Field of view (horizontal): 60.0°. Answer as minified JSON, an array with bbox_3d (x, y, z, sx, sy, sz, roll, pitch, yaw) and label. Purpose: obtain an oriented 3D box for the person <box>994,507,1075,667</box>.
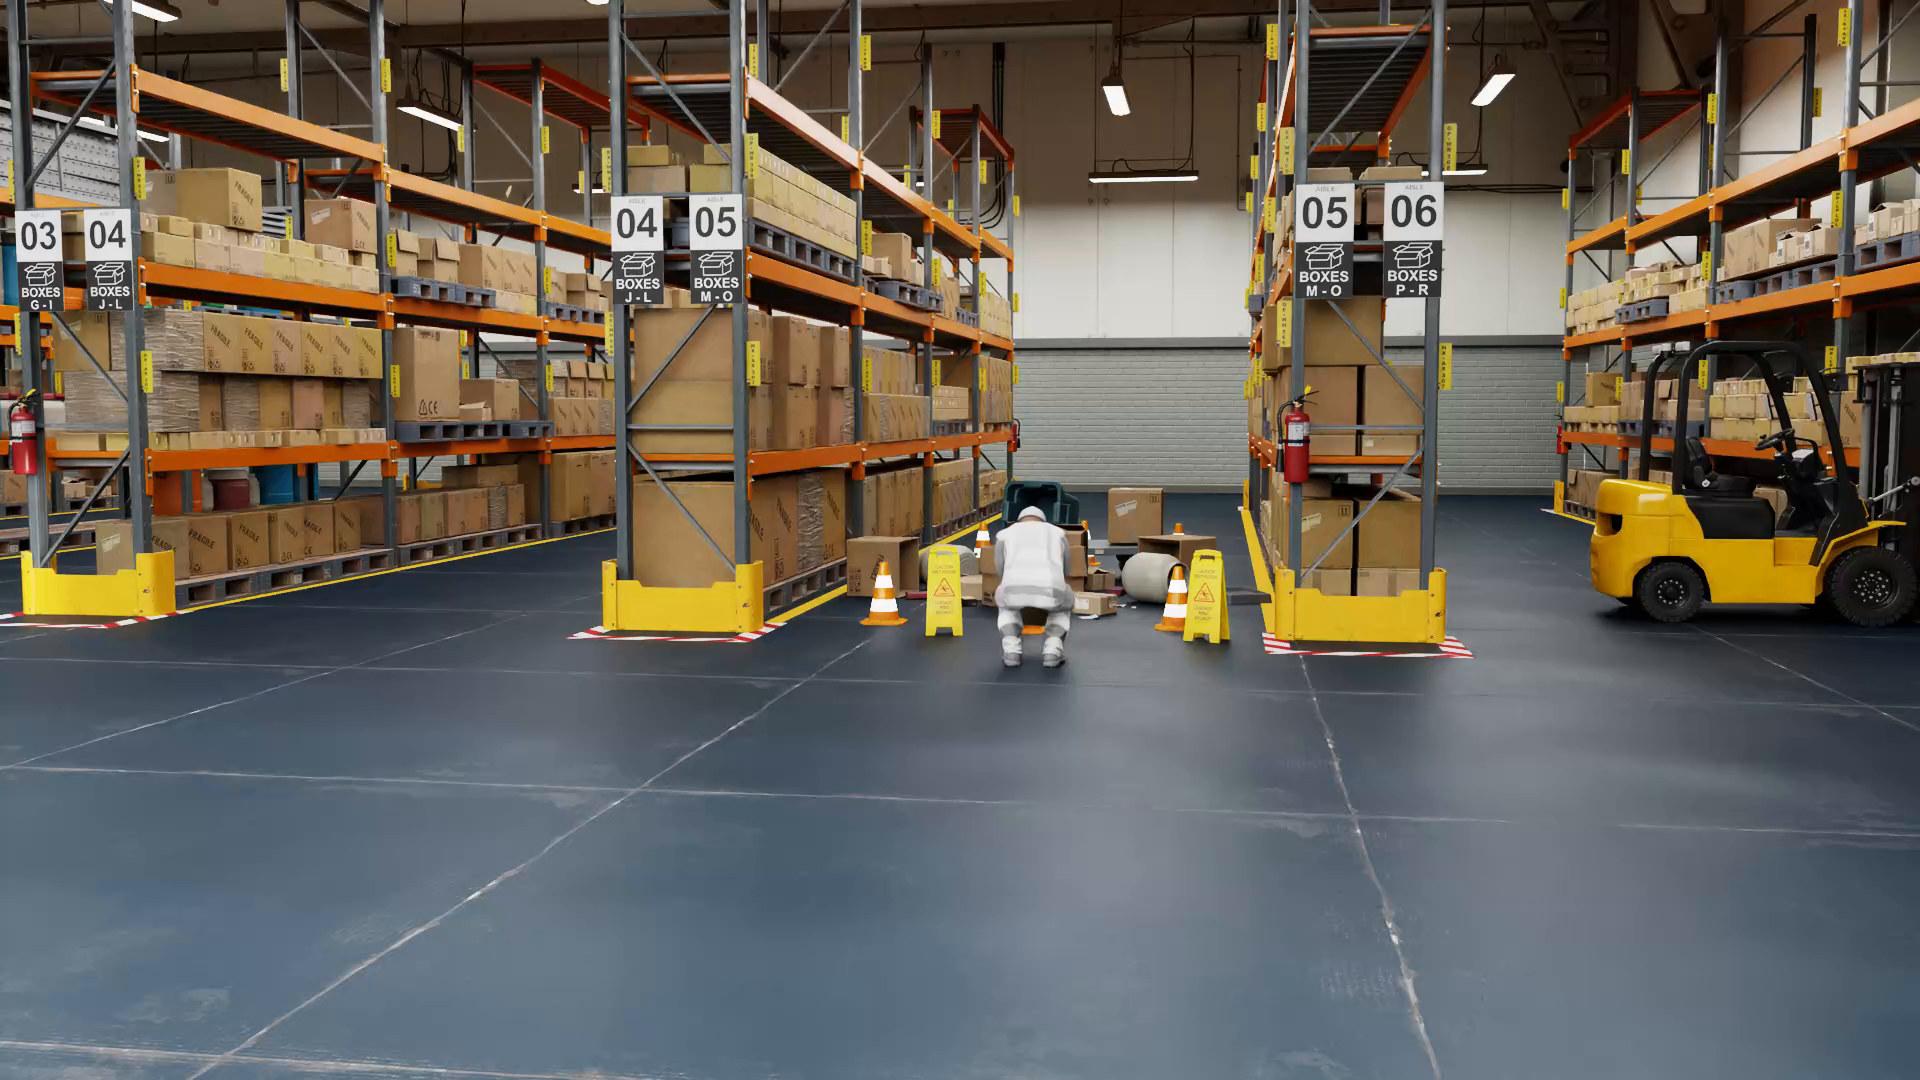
[{"bbox_3d":[0.480,0.296,10.821,0.541,0.991,0.907,1,4,7],"label":"person"}]
